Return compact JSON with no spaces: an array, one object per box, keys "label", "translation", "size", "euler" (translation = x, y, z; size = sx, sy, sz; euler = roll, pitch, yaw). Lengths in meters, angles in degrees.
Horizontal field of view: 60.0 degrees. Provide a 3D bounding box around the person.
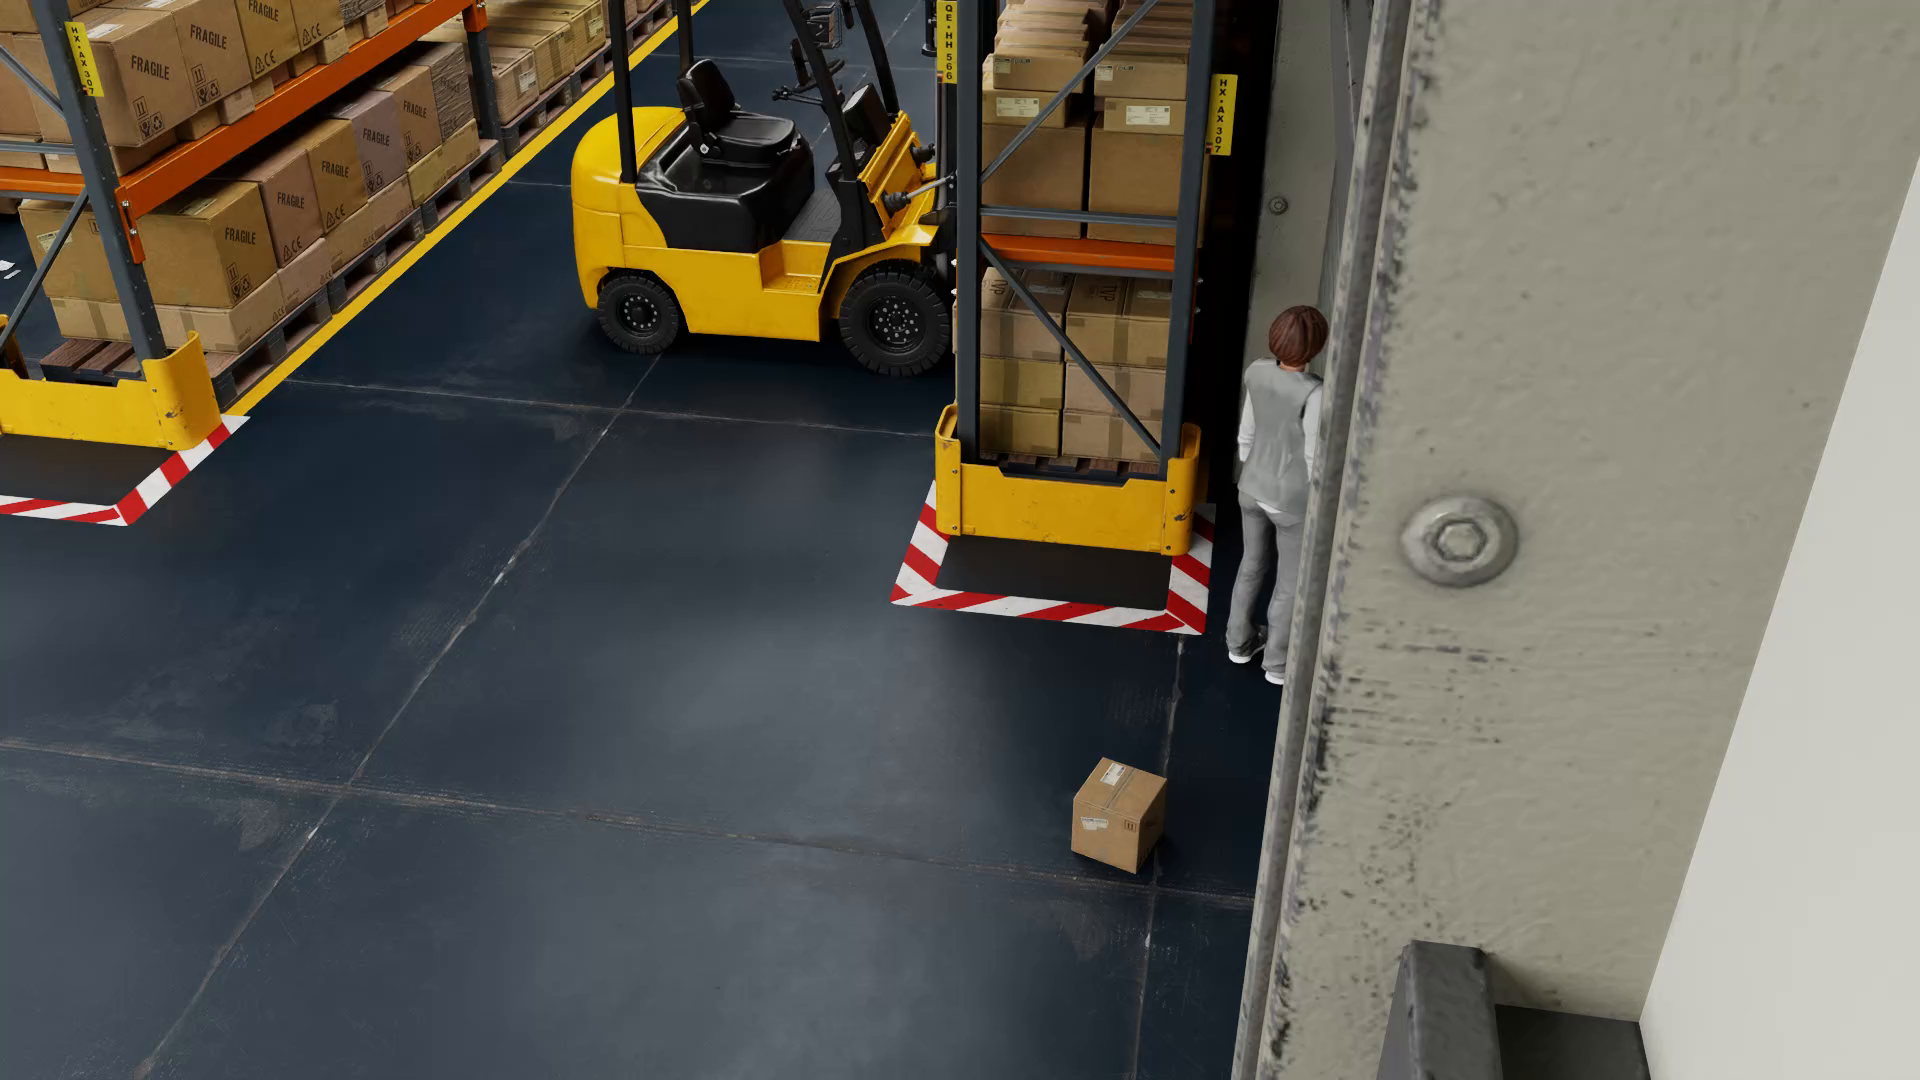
[{"label":"person","translation":[1.245,-0.169,6.404],"size":[0.324,1.602,0.411],"euler":[-26,41,-34]}]
